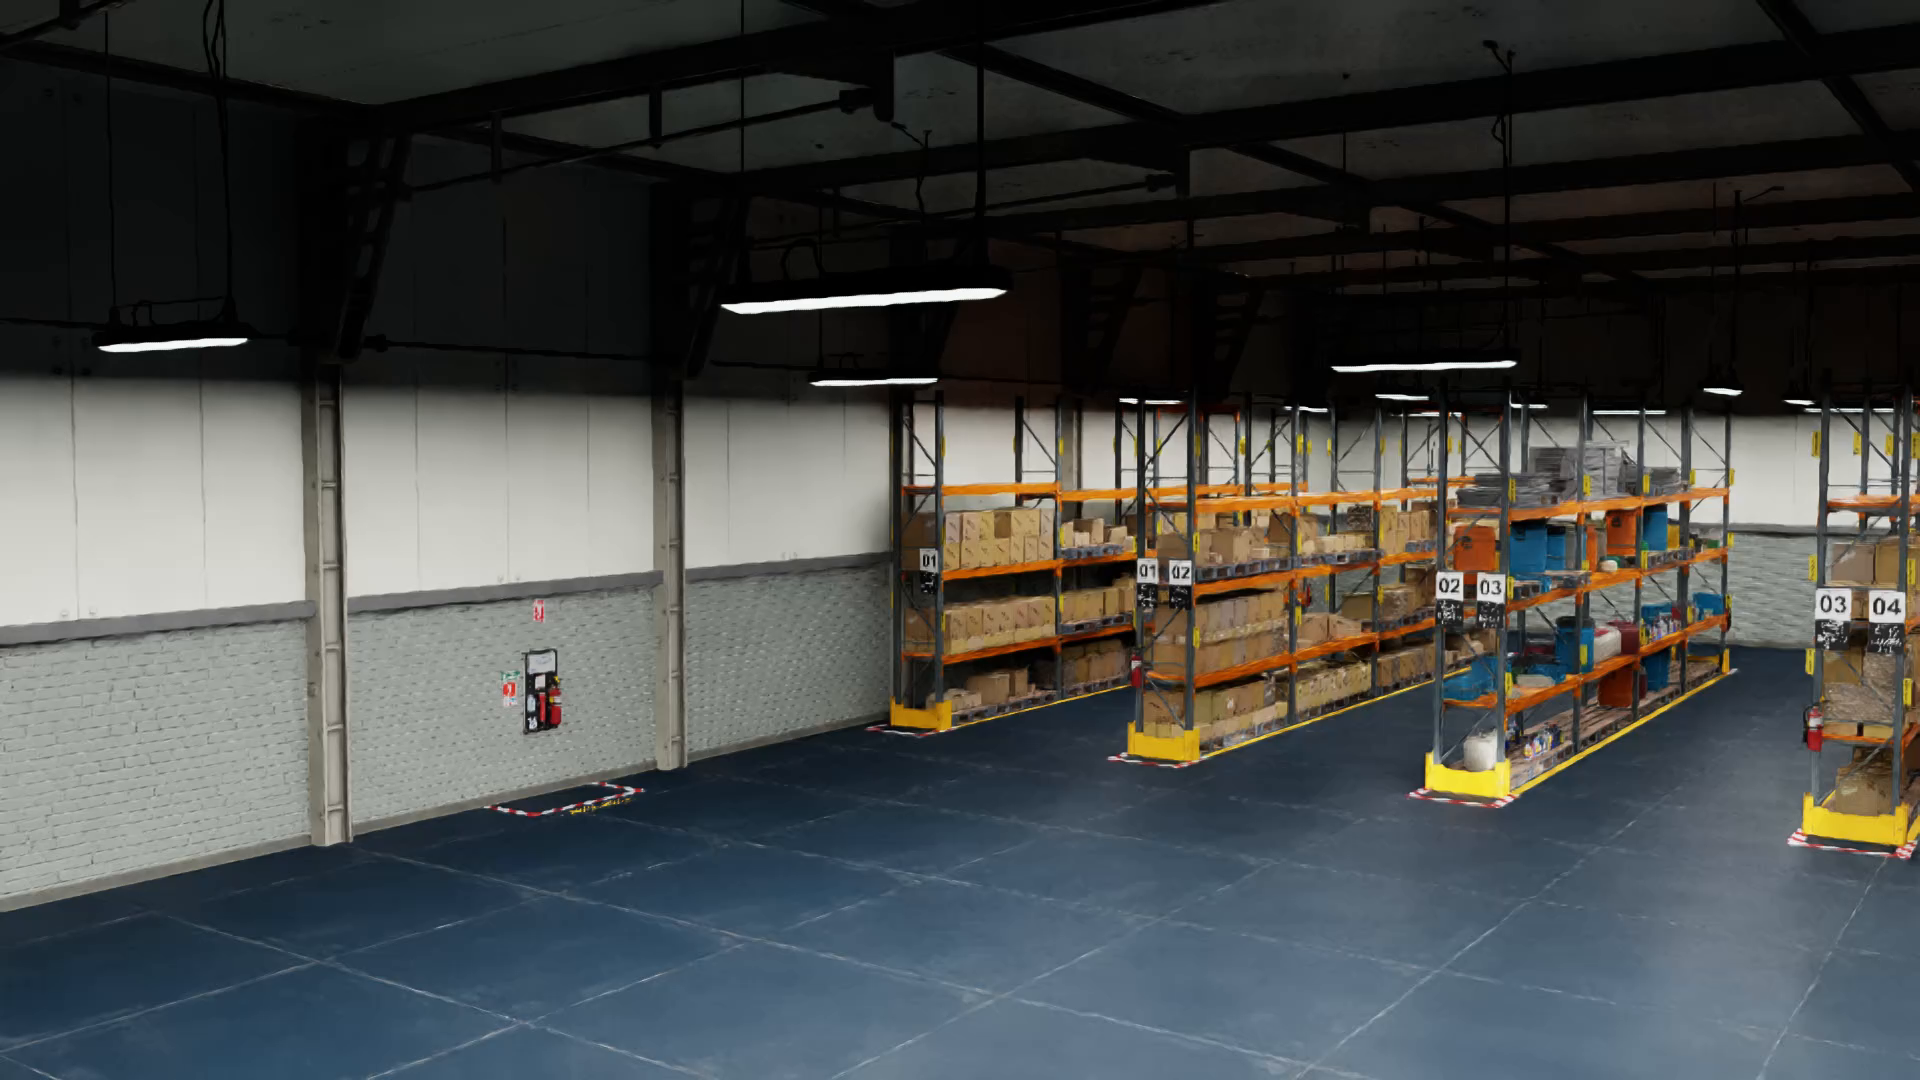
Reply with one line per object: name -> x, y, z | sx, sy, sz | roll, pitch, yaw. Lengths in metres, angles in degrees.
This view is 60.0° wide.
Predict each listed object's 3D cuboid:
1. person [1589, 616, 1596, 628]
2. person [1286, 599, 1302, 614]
person -> 13.109, 2.197, 35.044 | 0.541, 1.647, 1.115 | 2, 4, 37
person -> 8.892, 1.638, 43.930 | 0.732, 1.758, 0.533 | -1, 3, -18
